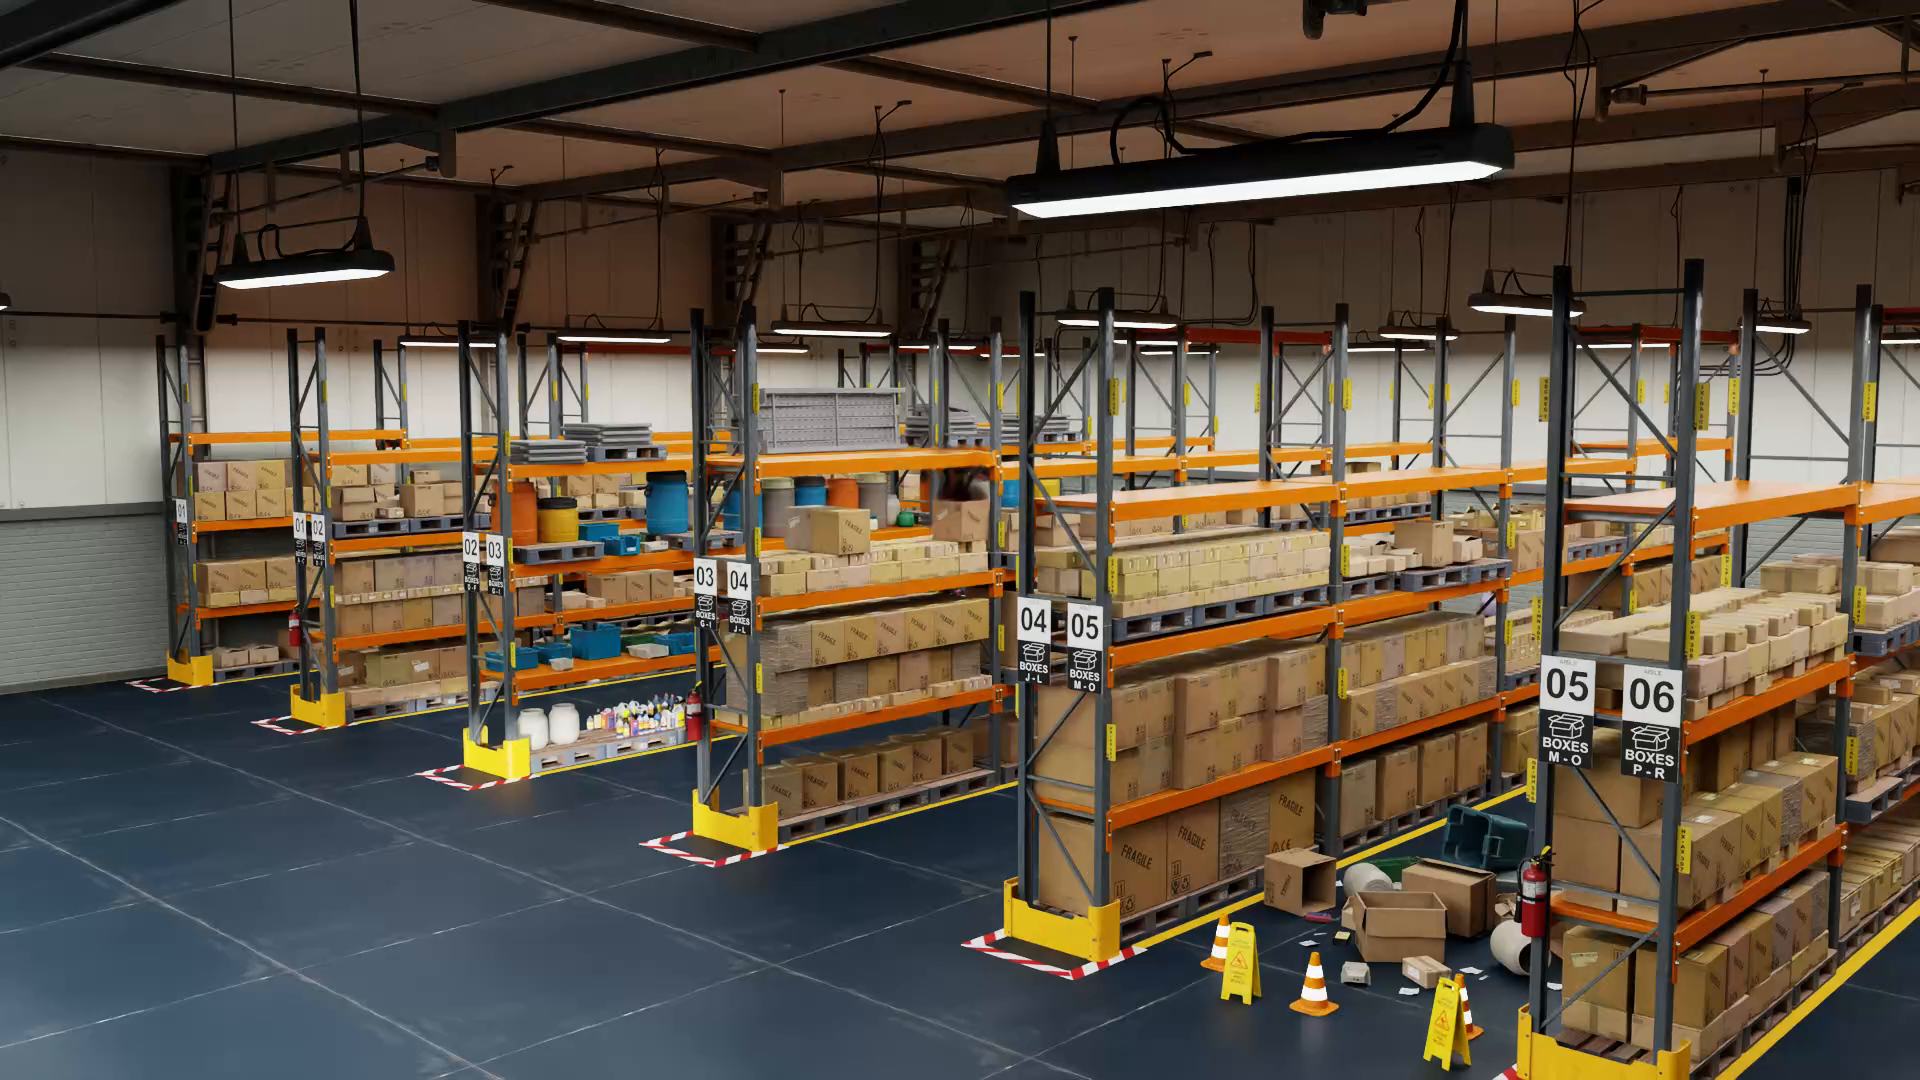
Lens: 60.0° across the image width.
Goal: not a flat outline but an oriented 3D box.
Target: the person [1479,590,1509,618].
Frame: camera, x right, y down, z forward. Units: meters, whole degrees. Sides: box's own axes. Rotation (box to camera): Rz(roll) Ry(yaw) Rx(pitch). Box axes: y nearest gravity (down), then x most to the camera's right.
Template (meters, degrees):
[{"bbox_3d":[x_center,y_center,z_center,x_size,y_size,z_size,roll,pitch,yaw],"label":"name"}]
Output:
[{"bbox_3d":[9.720,1.557,30.308,0.573,1.518,0.903,1,5,7],"label":"person"}]

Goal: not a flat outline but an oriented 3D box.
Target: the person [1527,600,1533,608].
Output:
[{"bbox_3d":[9.337,1.791,27.250,0.974,1.625,0.492,-5,7,-43],"label":"person"}]
